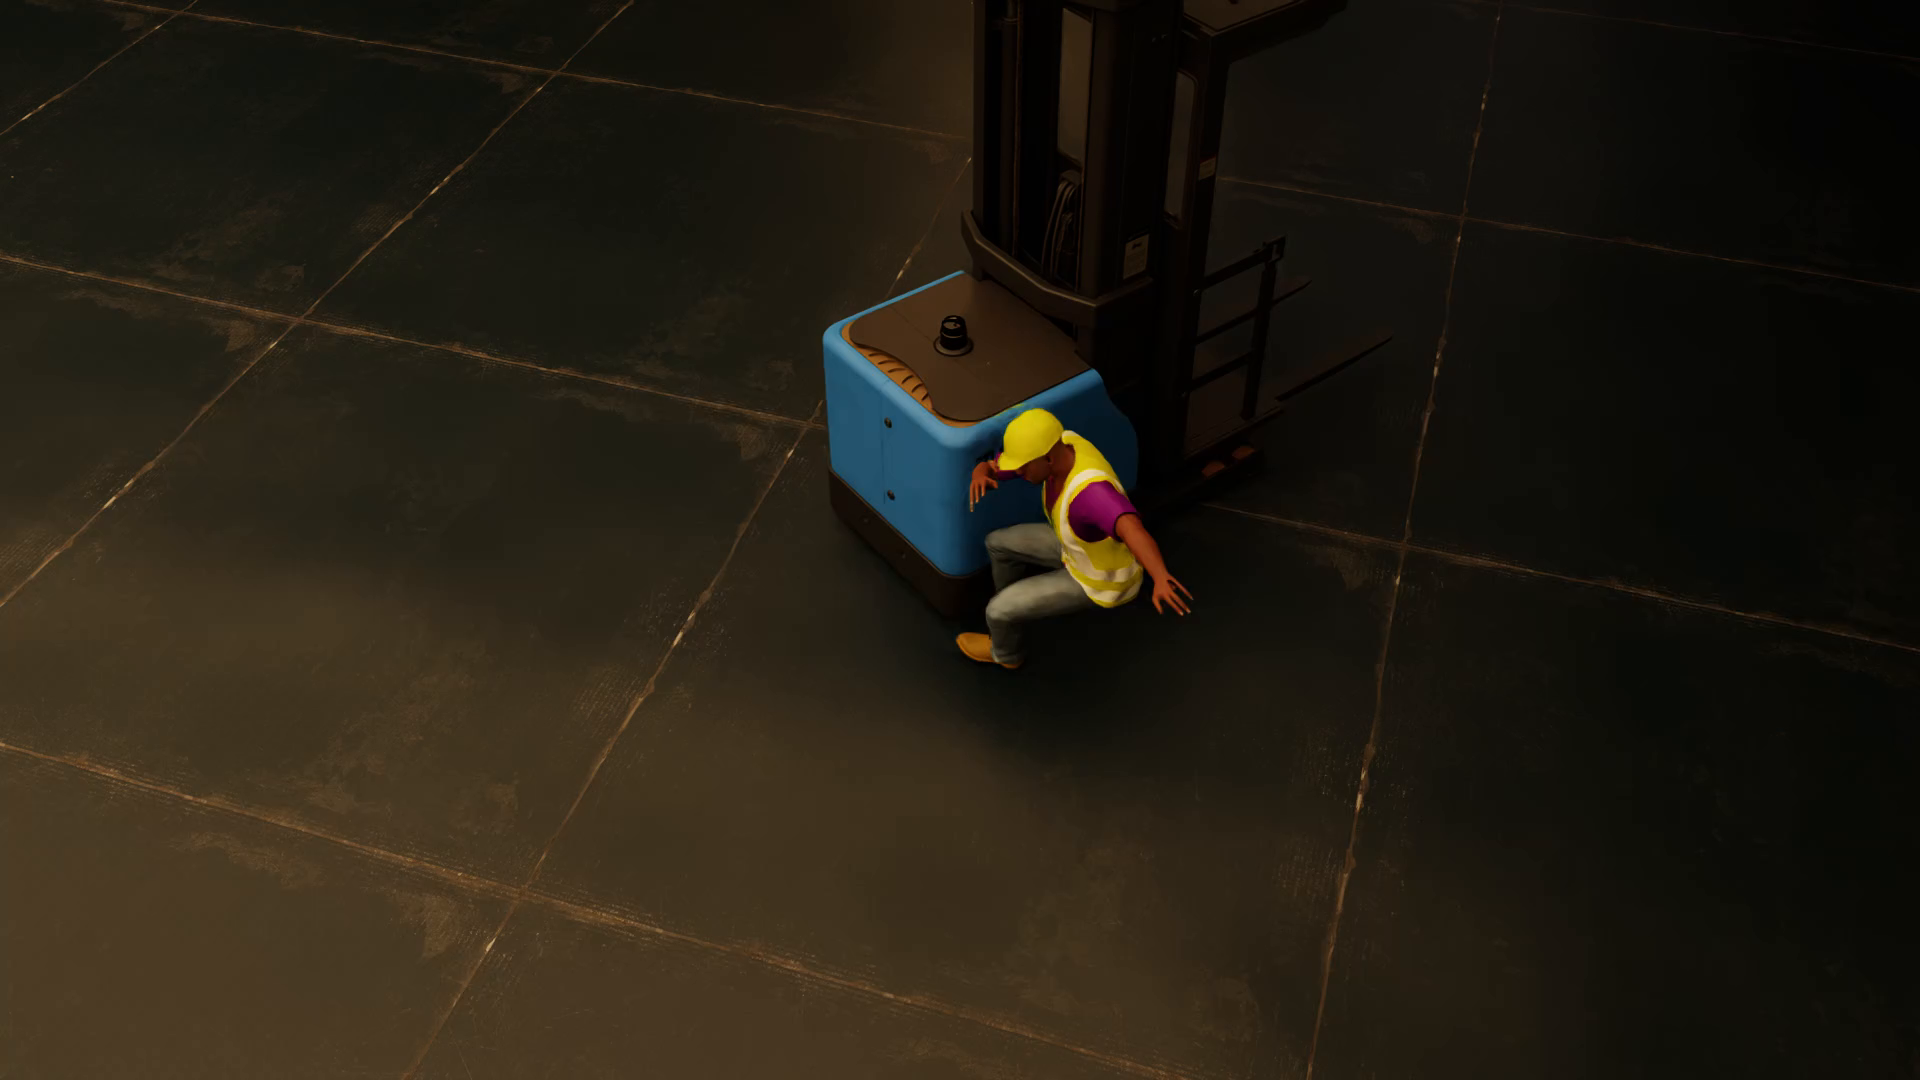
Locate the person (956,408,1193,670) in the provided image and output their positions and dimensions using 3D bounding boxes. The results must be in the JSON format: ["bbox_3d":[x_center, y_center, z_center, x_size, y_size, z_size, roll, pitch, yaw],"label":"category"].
[{"bbox_3d":[0.397,0.171,6.634,0.726,1.431,1.427,-7,43,-7],"label":"person"}]

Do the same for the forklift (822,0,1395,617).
[{"bbox_3d":[0.865,-1.555,7.360,3.031,2.935,1.130,-27,49,-26],"label":"forklift"}]
